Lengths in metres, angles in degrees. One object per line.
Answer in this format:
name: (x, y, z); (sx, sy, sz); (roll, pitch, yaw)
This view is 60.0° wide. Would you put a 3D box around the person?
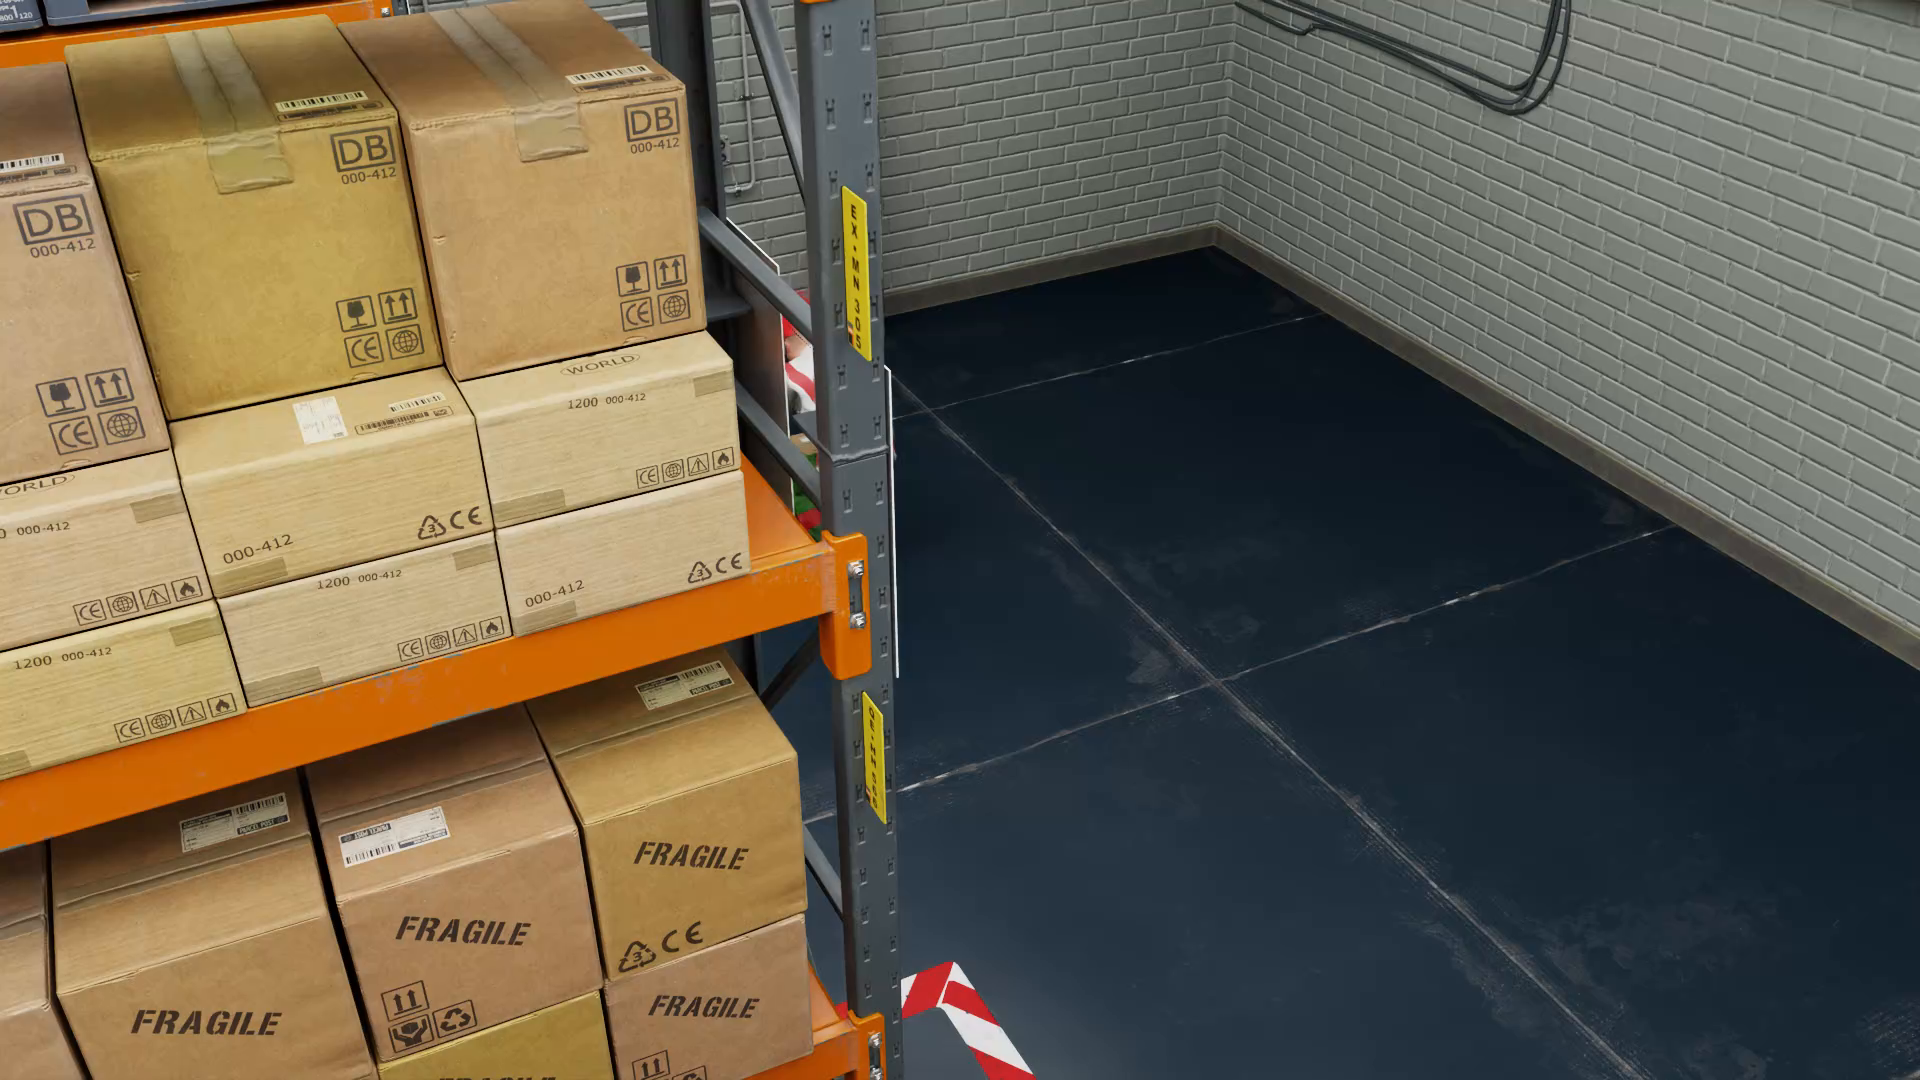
person: (-0.668, -0.458, 8.314); (0.585, 1.267, 0.825); (-16, 36, -23)
